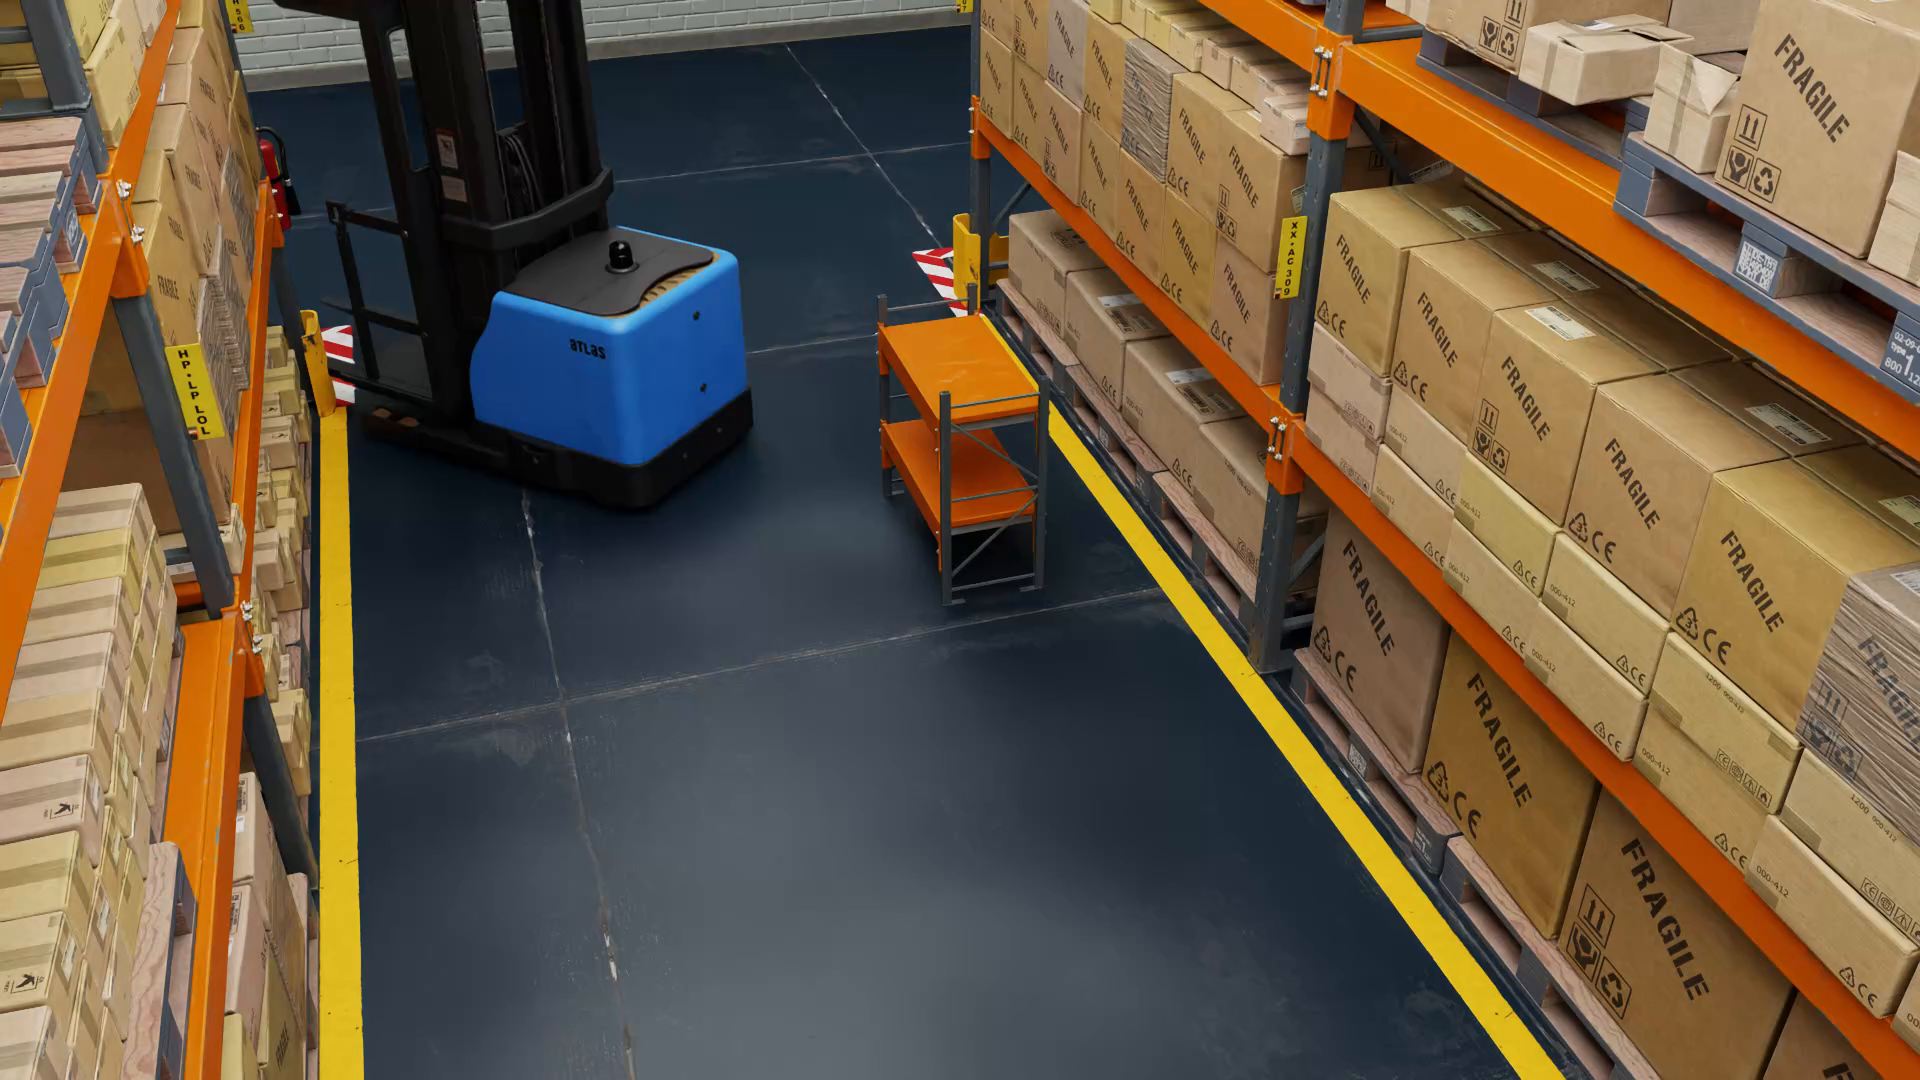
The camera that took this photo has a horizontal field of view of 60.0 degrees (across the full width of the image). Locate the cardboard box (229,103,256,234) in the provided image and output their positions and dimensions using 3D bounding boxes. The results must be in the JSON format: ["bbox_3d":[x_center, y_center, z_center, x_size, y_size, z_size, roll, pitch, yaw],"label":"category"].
[{"bbox_3d":[-3.592,-1.681,7.713,0.500,0.500,0.500,-11,35,-16],"label":"cardboard box"}]

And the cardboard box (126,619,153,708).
[{"bbox_3d":[-2.442,0.371,4.545,0.380,0.149,0.250,-9,34,-13],"label":"cardboard box"}]

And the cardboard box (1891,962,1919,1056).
[{"bbox_3d":[2.596,1.176,3.886,0.500,0.250,0.500,-11,35,-16],"label":"cardboard box"}]

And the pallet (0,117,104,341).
[{"bbox_3d":[-2.819,-0.710,4.054,1.213,0.211,1.003,-10,35,-15],"label":"pallet"}]

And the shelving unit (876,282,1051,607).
[{"bbox_3d":[-0.002,-0.473,7.945,0.538,1.125,1.048,-10,35,-15],"label":"shelving unit"}]

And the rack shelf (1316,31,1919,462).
[{"bbox_3d":[2.387,-0.666,4.469,1.077,0.370,4.000,-10,35,-15],"label":"rack shelf"}]

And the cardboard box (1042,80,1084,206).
[{"bbox_3d":[0.749,-2.075,8.579,0.500,0.500,0.500,-10,35,-15],"label":"cardboard box"}]

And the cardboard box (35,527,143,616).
[{"bbox_3d":[-2.515,0.121,4.654,0.380,0.149,0.250,-11,35,-16],"label":"cardboard box"}]

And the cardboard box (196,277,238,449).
[{"bbox_3d":[-2.975,-0.606,6.086,0.500,0.500,0.500,-10,35,-15],"label":"cardboard box"}]

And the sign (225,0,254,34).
[{"bbox_3d":[-3.592,-2.677,8.244,0.100,0.325,0.005,-10,35,-15],"label":"sign"}]

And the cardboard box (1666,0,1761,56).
[{"bbox_3d":[2.246,-1.727,5.122,0.500,0.311,0.500,-10,35,-15],"label":"cardboard box"}]

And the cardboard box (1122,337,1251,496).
[{"bbox_3d":[1.414,-0.689,8.515,0.875,0.438,0.875,-11,35,-16],"label":"cardboard box"}]

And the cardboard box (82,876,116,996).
[{"bbox_3d":[-2.123,0.922,3.711,0.380,0.149,0.250,-9,34,-13],"label":"cardboard box"}]

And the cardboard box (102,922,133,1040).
[{"bbox_3d":[-2.115,1.049,3.789,0.380,0.149,0.250,-11,35,-16],"label":"cardboard box"}]

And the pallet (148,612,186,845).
[{"bbox_3d":[-2.812,0.626,4.755,1.003,0.211,1.213,-10,35,-15],"label":"pallet"}]

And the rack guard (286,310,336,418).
[{"bbox_3d":[-4.103,-0.897,9.154,1.175,0.500,0.348,-10,35,-15],"label":"rack guard"}]

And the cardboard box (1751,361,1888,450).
[{"bbox_3d":[2.625,-0.222,4.868,0.500,0.500,0.500,-9,35,-14],"label":"cardboard box"}]

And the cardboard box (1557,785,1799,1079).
[{"bbox_3d":[2.598,1.201,5.258,0.875,0.875,0.875,-10,35,-14],"label":"cardboard box"}]

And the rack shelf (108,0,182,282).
[{"bbox_3d":[-3.516,-1.881,6.307,1.077,0.370,4.000,-10,35,-15],"label":"rack shelf"}]

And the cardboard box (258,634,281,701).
[{"bbox_3d":[-2.842,0.516,6.413,0.380,0.149,0.250,-8,34,-12],"label":"cardboard box"}]

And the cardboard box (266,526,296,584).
[{"bbox_3d":[-3.141,0.093,7.323,0.380,0.149,0.250,-10,35,-15],"label":"cardboard box"}]

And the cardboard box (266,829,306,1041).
[{"bbox_3d":[-2.441,1.334,5.396,0.500,0.500,0.500,-11,35,-16],"label":"cardboard box"}]

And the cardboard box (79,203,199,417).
[{"bbox_3d":[-2.812,-0.740,5.382,0.500,0.500,0.500,-9,35,-14],"label":"cardboard box"}]

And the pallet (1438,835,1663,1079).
[{"bbox_3d":[2.460,1.433,5.891,1.003,0.211,1.213,-10,35,-15],"label":"pallet"}]

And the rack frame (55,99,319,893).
[{"bbox_3d":[-2.906,0.121,5.347,1.000,3.000,0.127,-10,35,-15],"label":"rack frame"}]

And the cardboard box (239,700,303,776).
[{"bbox_3d":[-2.712,0.767,6.304,0.380,0.149,0.250,-8,34,-13],"label":"cardboard box"}]

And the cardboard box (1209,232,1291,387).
[{"bbox_3d":[1.392,-1.007,6.963,0.500,0.500,0.500,-10,35,-14],"label":"cardboard box"}]

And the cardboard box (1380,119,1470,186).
[{"bbox_3d":[1.862,-1.515,6.823,0.500,0.500,0.500,-10,35,-14],"label":"cardboard box"}]

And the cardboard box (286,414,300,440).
[{"bbox_3d":[-3.533,-0.588,8.354,0.380,0.149,0.250,-11,35,-17],"label":"cardboard box"}]

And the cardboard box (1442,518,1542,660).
[{"bbox_3d":[1.960,0.116,5.489,0.500,0.250,0.500,-10,35,-15],"label":"cardboard box"}]

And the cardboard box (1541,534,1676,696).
[{"bbox_3d":[2.113,0.171,4.953,0.500,0.250,0.500,-11,35,-16],"label":"cardboard box"}]

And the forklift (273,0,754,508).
[{"bbox_3d":[-2.669,-1.957,8.553,3.031,2.935,1.130,17,37,23],"label":"forklift"}]

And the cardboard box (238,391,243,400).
[{"bbox_3d":[-3.129,-0.662,6.758,0.380,0.149,0.250,-9,34,-13],"label":"cardboard box"}]

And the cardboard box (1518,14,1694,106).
[{"bbox_3d":[1.830,-1.371,4.714,0.380,0.166,0.250,-12,35,-18],"label":"cardboard box"}]

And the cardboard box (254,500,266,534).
[{"bbox_3d":[-3.228,-0.018,7.222,0.380,0.149,0.250,-11,35,-17],"label":"cardboard box"}]

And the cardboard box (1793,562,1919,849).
[{"bbox_3d":[2.426,0.381,3.955,0.500,0.500,0.500,-9,35,-14],"label":"cardboard box"}]

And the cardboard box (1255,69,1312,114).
[{"bbox_3d":[1.403,-1.759,6.606,0.380,0.149,0.250,-9,35,-14],"label":"cardboard box"}]

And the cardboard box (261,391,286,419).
[{"bbox_3d":[-3.483,-0.575,8.065,0.380,0.149,0.250,-11,35,-17],"label":"cardboard box"}]

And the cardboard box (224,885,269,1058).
[{"bbox_3d":[-2.294,1.296,4.774,0.500,0.250,0.500,-8,34,-12],"label":"cardboard box"}]

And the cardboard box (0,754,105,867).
[{"bbox_3d":[-2.201,0.664,3.831,0.380,0.149,0.250,-12,35,-17],"label":"cardboard box"}]

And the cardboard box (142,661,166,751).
[{"bbox_3d":[-2.443,0.493,4.630,0.380,0.149,0.250,-10,35,-15],"label":"cardboard box"}]

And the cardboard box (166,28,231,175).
[{"bbox_3d":[-3.428,-1.827,7.026,0.500,0.500,0.500,-8,34,-12],"label":"cardboard box"}]

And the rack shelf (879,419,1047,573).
[{"bbox_3d":[-0.002,-0.269,8.080,0.538,0.278,1.000,-10,35,-15],"label":"rack shelf"}]

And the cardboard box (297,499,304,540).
[{"bbox_3d":[-3.304,-0.055,7.818,0.380,0.149,0.250,-9,35,-14],"label":"cardboard box"}]

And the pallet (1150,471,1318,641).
[{"bbox_3d":[1.620,-0.014,8.080,1.003,0.211,1.213,-10,35,-15],"label":"pallet"}]

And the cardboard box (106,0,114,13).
[{"bbox_3d":[-2.972,-1.832,5.264,0.500,0.250,0.500,-10,35,-15],"label":"cardboard box"}]

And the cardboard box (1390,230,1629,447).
[{"bbox_3d":[1.819,-0.682,5.564,0.500,0.500,0.500,-10,35,-15],"label":"cardboard box"}]

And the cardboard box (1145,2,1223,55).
[{"bbox_3d":[1.050,-2.284,7.400,0.380,0.149,0.250,-11,35,-16],"label":"cardboard box"}]

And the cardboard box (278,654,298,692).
[{"bbox_3d":[-2.918,0.628,6.784,0.380,0.149,0.250,-10,35,-15],"label":"cardboard box"}]

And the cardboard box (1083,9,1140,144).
[{"bbox_3d":[0.914,-2.223,7.896,0.500,0.500,0.500,-10,35,-15],"label":"cardboard box"}]
